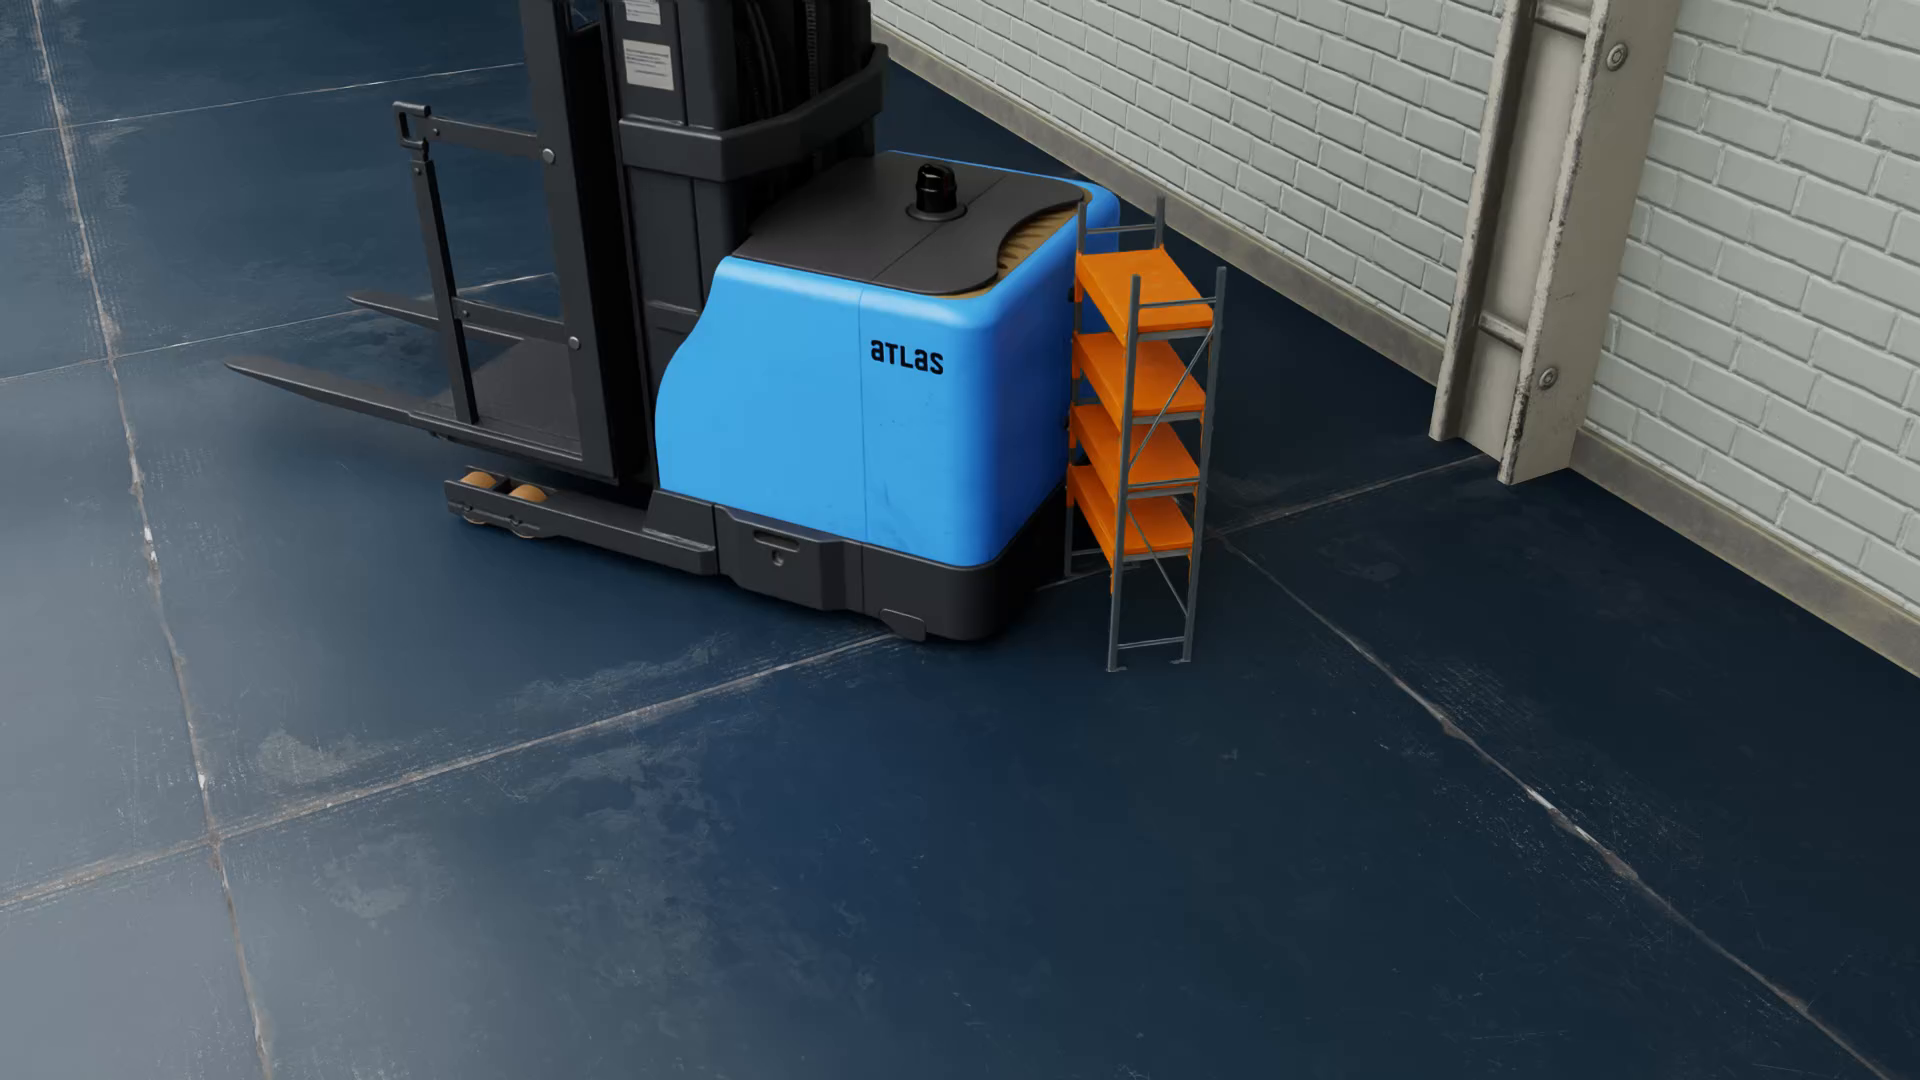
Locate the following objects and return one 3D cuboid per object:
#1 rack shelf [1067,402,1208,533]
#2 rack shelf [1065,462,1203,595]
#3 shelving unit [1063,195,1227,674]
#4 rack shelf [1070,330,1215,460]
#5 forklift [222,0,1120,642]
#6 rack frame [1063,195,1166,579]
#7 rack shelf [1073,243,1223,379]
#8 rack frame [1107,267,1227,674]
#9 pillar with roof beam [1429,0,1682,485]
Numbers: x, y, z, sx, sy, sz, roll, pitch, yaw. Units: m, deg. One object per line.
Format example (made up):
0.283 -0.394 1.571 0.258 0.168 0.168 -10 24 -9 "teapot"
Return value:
0.483 -0.219 4.605 0.258 0.148 0.480 -6 33 -10 "rack shelf"
0.483 -0.052 4.712 0.258 0.148 0.480 -6 33 -10 "rack shelf"
0.483 -0.276 4.569 0.258 1.200 0.503 -6 33 -10 "shelving unit"
0.483 -0.408 4.484 0.258 0.148 0.480 -6 33 -10 "rack shelf"
-1.072 -1.479 4.842 3.031 2.935 1.130 14 35 21 "forklift"
0.433 -0.405 4.770 0.240 1.200 0.015 -6 33 -10 "rack frame"
0.484 -0.607 4.357 0.258 0.148 0.480 -6 33 -10 "rack shelf"
0.534 -0.147 4.368 0.240 1.200 0.015 -6 33 -10 "rack frame"
-1.942 -3.020 1.622 9.100 9.000 0.400 -16 36 -23 "pillar with roof beam"
